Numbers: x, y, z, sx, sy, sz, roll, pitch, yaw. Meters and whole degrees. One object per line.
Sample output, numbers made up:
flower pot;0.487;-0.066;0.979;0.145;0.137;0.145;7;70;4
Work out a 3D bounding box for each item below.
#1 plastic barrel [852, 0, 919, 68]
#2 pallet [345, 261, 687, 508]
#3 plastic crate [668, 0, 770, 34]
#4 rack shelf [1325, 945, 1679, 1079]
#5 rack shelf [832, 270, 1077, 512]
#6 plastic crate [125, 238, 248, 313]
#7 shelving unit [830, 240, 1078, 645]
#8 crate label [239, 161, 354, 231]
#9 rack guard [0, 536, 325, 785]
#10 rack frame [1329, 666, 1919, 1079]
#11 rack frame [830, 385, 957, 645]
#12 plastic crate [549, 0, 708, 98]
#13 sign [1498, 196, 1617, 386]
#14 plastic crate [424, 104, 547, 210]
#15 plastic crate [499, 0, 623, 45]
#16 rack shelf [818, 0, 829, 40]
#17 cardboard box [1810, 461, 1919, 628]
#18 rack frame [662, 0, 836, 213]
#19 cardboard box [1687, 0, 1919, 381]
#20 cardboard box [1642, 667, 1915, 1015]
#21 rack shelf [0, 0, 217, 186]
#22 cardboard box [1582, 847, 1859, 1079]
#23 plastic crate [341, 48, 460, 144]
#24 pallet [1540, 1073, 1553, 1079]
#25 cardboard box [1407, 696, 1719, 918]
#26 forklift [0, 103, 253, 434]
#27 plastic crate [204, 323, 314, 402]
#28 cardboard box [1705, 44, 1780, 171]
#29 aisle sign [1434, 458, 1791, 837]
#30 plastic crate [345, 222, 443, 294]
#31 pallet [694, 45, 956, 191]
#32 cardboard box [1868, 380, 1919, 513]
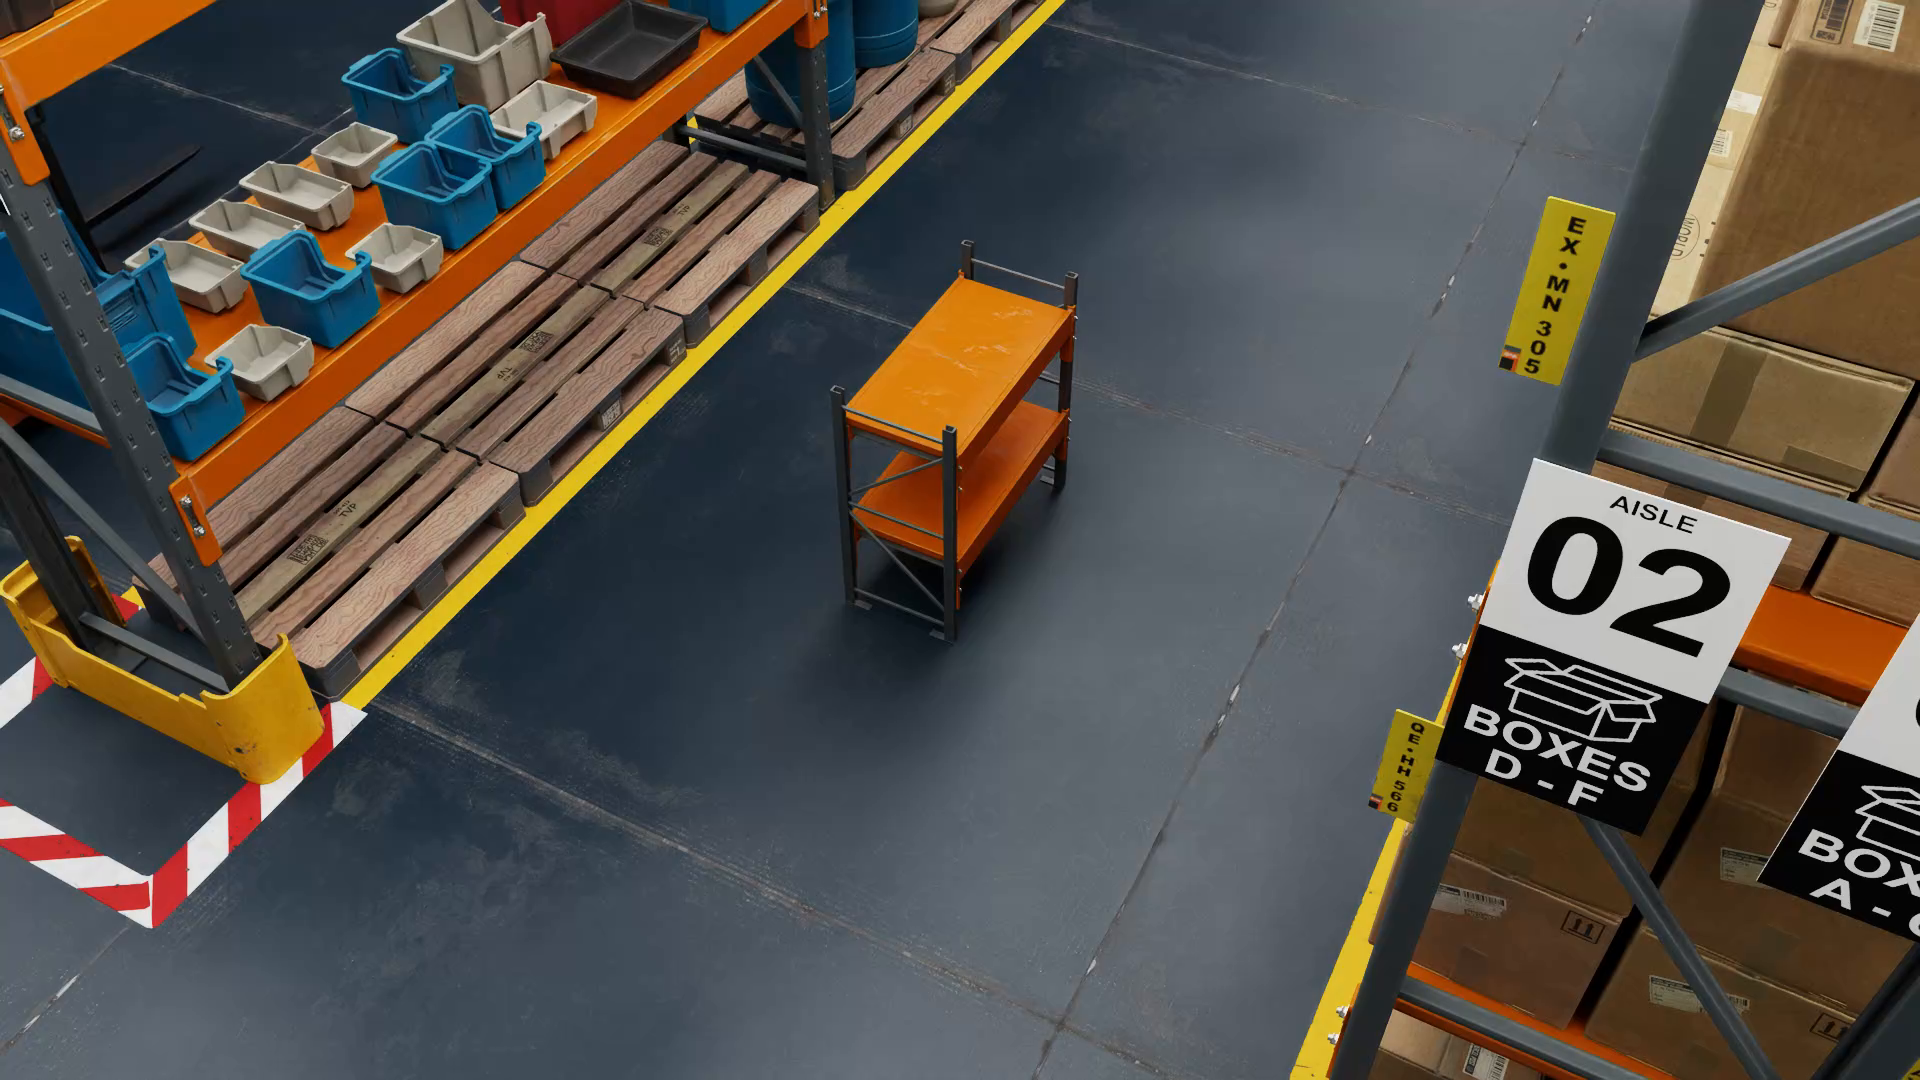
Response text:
plastic barrel;-0.534;-3.168;9.232;0.600;0.901;0.708;20;49;19
pallet;-2.003;-0.747;7.619;1.003;0.211;1.213;20;49;19
plastic crate;-1.045;-2.583;7.443;0.392;0.384;0.575;20;49;19
rack shelf;2.327;0.176;5.253;1.077;0.370;4.000;20;49;19
rack shelf;-0.003;-0.597;6.417;0.538;0.278;1.000;20;49;19
plastic crate;-2.769;-0.956;6.009;0.396;0.136;0.243;20;49;19
shelving unit;-0.003;-0.391;6.626;0.538;1.125;1.048;20;49;19
crate label;-2.514;-1.318;6.367;0.396;0.136;0.243;20;49;19
rack guard;-2.987;0.444;6.240;1.175;0.500;0.348;20;49;19
rack frame;1.398;1.183;3.751;1.000;3.000;0.127;20;49;19
rack frame;-0.239;-0.071;6.309;0.500;1.125;0.032;20;49;19
plastic crate;-1.412;-2.105;7.153;0.437;0.125;0.590;20;49;19
sign;0.916;-0.378;2.563;0.100;0.325;0.005;20;49;19
plastic crate;-1.830;-1.482;6.461;0.416;0.233;0.300;20;49;19
plastic crate;-1.767;-2.538;7.342;0.402;0.464;0.583;20;49;19
rack shelf;-0.202;-3.981;9.362;1.077;0.370;4.000;20;49;19
cardboard box;1.862;-0.058;2.975;0.500;0.250;0.500;20;49;19
rack frame;-1.130;-2.974;7.861;1.000;3.000;0.127;20;49;19
cardboard box;1.622;-0.587;2.619;0.700;0.500;0.500;20;49;19
cardboard box;1.838;0.604;3.551;0.500;0.500;0.500;22;49;20
rack shelf;-2.059;-2.516;5.804;1.077;0.370;4.000;20;49;19
cardboard box;1.838;0.956;3.906;0.500;0.500;0.500;21;49;20
plastic crate;-2.261;-1.795;6.771;0.416;0.233;0.300;20;49;19
pallet;1.803;1.613;5.287;1.003;0.211;1.213;20;49;19
cardboard box;1.361;0.425;3.727;0.500;0.500;0.500;20;49;19
forklift;-4.470;-1.906;6.853;1.130;2.935;3.031;21;49;19
plastic crate;-2.359;-0.604;5.662;0.250;0.136;0.298;20;49;19
cardboard box;1.643;-0.717;3.275;0.500;0.250;0.500;20;49;19
aisle sign;1.095;0.211;2.884;0.394;0.787;0.004;20;49;19
plastic crate;-2.044;-1.032;6.084;0.250;0.136;0.298;20;49;19
pallet;-0.735;-2.467;9.319;1.003;0.211;1.213;20;49;19
cardboard box;1.867;-0.232;2.795;0.500;0.250;0.500;20;49;19
